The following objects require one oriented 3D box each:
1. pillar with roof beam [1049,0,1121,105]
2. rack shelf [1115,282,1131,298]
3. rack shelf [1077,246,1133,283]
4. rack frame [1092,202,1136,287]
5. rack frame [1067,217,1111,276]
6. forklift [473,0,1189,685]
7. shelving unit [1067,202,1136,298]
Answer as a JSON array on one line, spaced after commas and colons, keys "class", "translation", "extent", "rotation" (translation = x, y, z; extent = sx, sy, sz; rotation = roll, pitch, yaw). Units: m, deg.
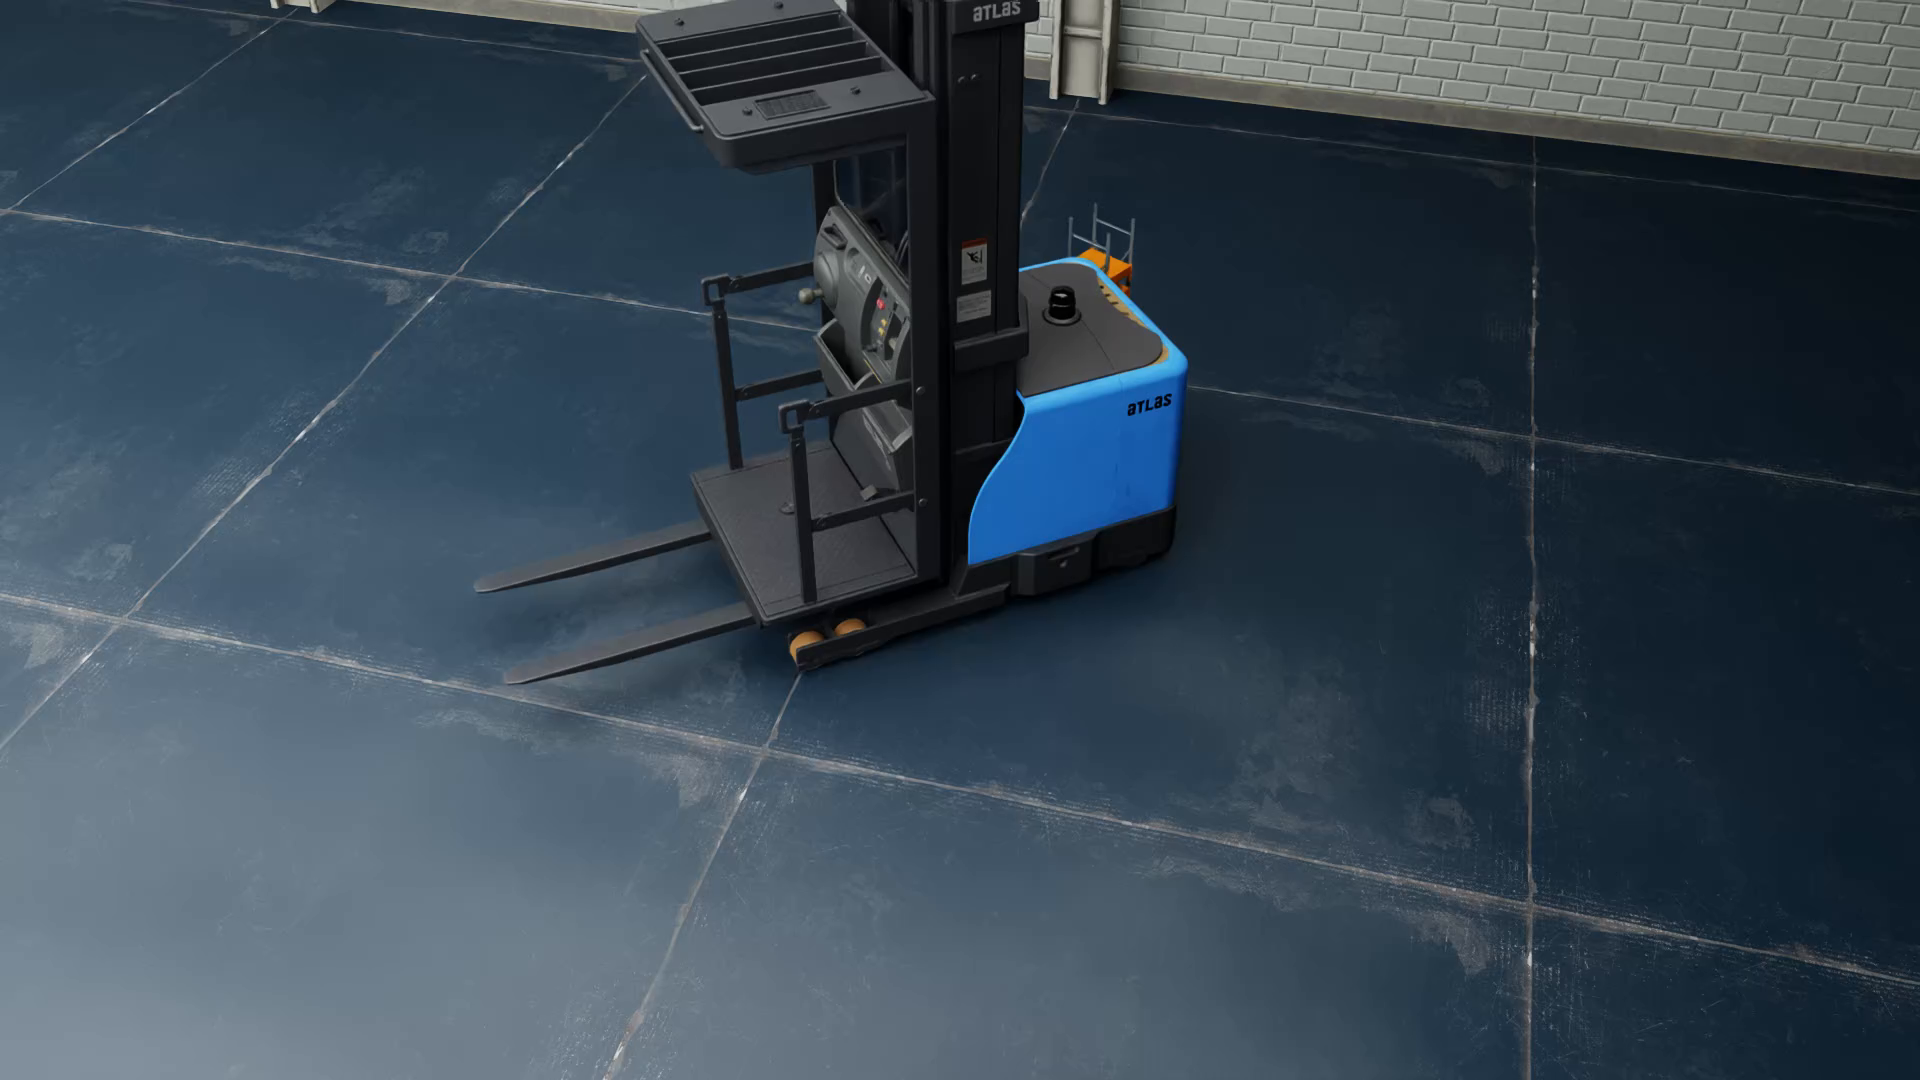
[{"class": "pillar with roof beam", "translation": [-0.273, -3.845, 5.331], "extent": [0.400, 9.000, 9.100], "rotation": [10, 41, 11]}, {"class": "rack shelf", "translation": [0.656, -1.171, 7.907], "extent": [0.258, 0.103, 0.180], "rotation": [30, 49, 31]}, {"class": "rack shelf", "translation": [0.655, -1.262, 7.829], "extent": [0.258, 0.103, 0.180], "rotation": [30, 49, 31]}, {"class": "rack frame", "translation": [0.717, -1.065, 8.085], "extent": [0.240, 1.200, 0.006], "rotation": [30, 49, 31]}, {"class": "rack frame", "translation": [0.595, -0.977, 7.981], "extent": [0.240, 1.200, 0.006], "rotation": [30, 49, 31]}, {"class": "forklift", "translation": [-0.582, -0.958, 6.612], "extent": [3.031, 2.935, 1.130], "rotation": [-16, 43, -18]}, {"class": "shelving unit", "translation": [0.656, -1.021, 8.033], "extent": [0.258, 1.200, 0.189], "rotation": [30, 49, 31]}]
